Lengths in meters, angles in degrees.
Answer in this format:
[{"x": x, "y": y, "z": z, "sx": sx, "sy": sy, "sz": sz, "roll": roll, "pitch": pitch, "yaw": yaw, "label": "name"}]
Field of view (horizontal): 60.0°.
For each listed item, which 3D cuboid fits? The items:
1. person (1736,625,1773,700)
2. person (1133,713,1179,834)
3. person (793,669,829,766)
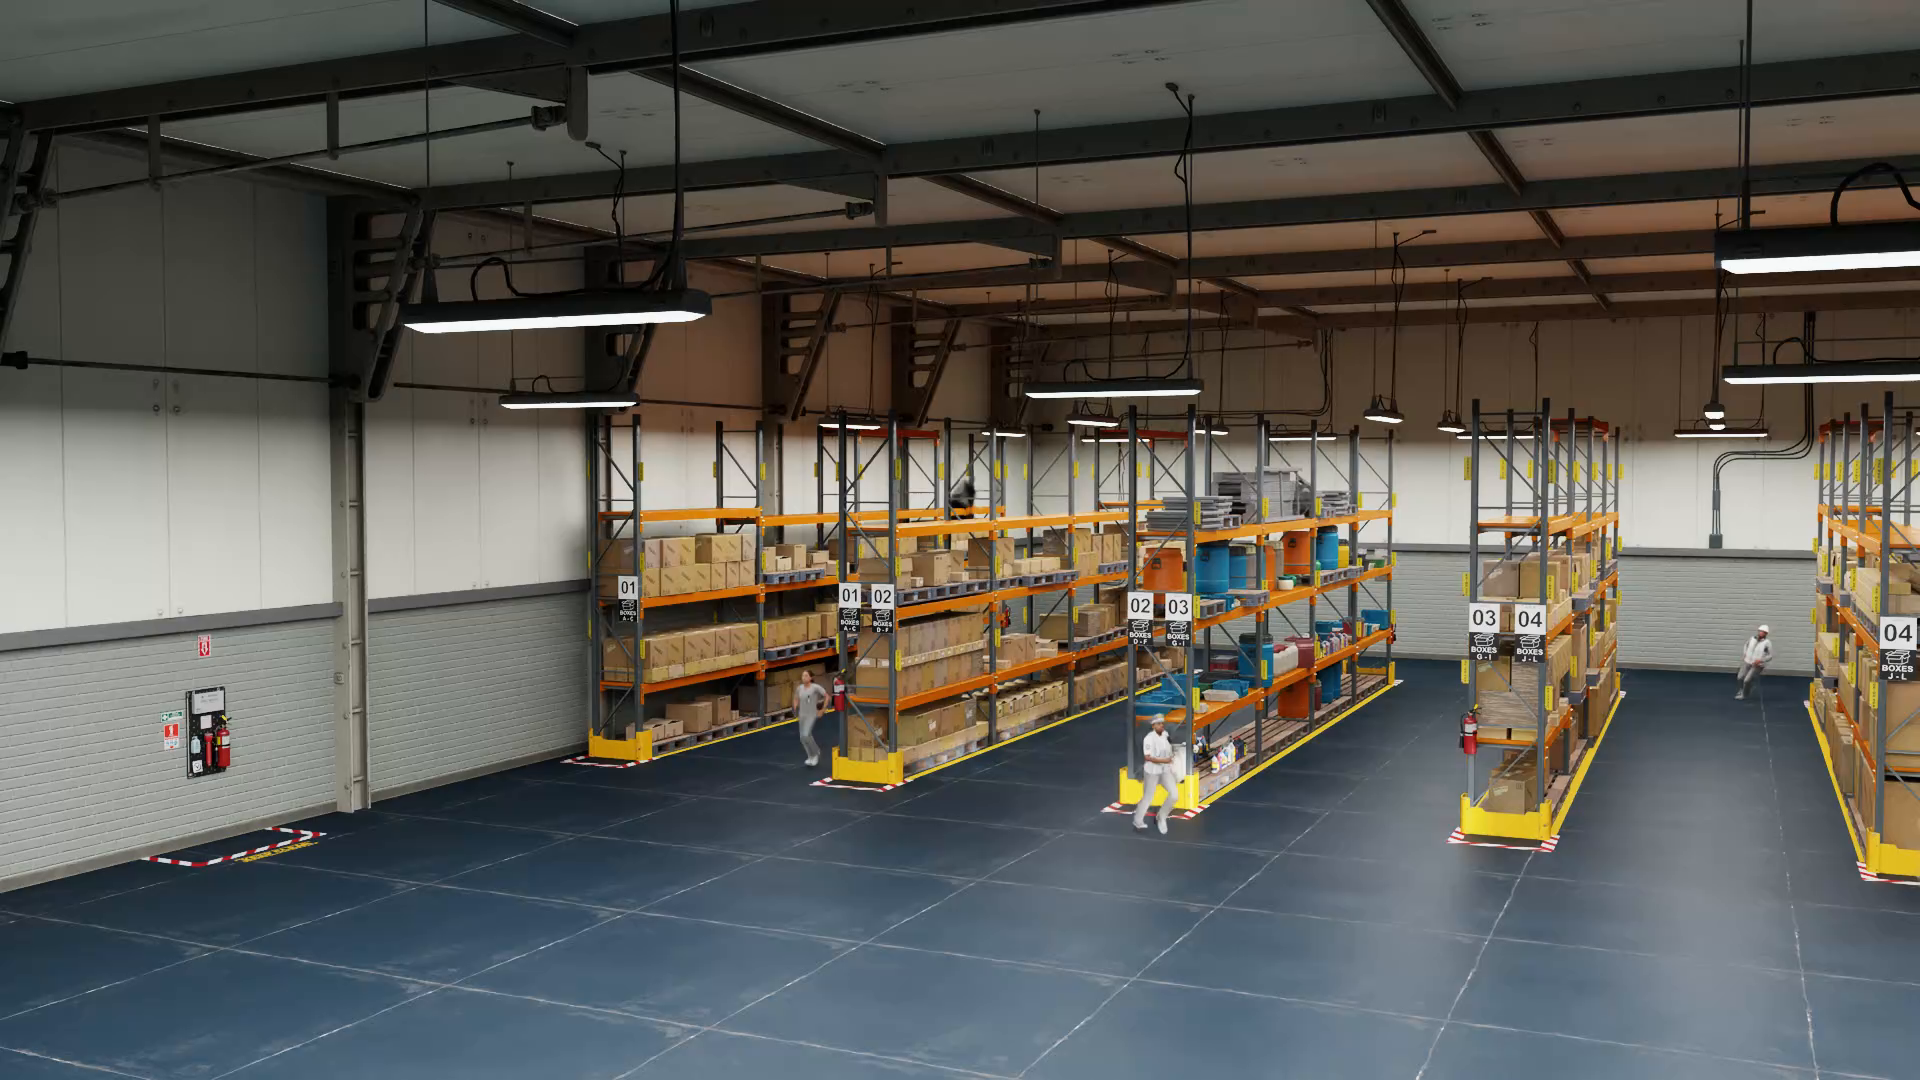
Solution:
[{"x": 17.320, "y": 2.674, "z": 36.306, "sx": 0.567, "sy": 1.666, "sz": 0.848, "roll": -2, "pitch": 3, "yaw": -39, "label": "person"}, {"x": 2.746, "y": 3.208, "z": 22.944, "sx": 0.576, "sy": 1.680, "sz": 0.838, "roll": -1, "pitch": 3, "yaw": -28, "label": "person"}, {"x": -2.574, "y": 3.010, "z": 28.203, "sx": 0.583, "sy": 1.642, "sz": 0.627, "roll": 1, "pitch": 3, "yaw": 26, "label": "person"}]
